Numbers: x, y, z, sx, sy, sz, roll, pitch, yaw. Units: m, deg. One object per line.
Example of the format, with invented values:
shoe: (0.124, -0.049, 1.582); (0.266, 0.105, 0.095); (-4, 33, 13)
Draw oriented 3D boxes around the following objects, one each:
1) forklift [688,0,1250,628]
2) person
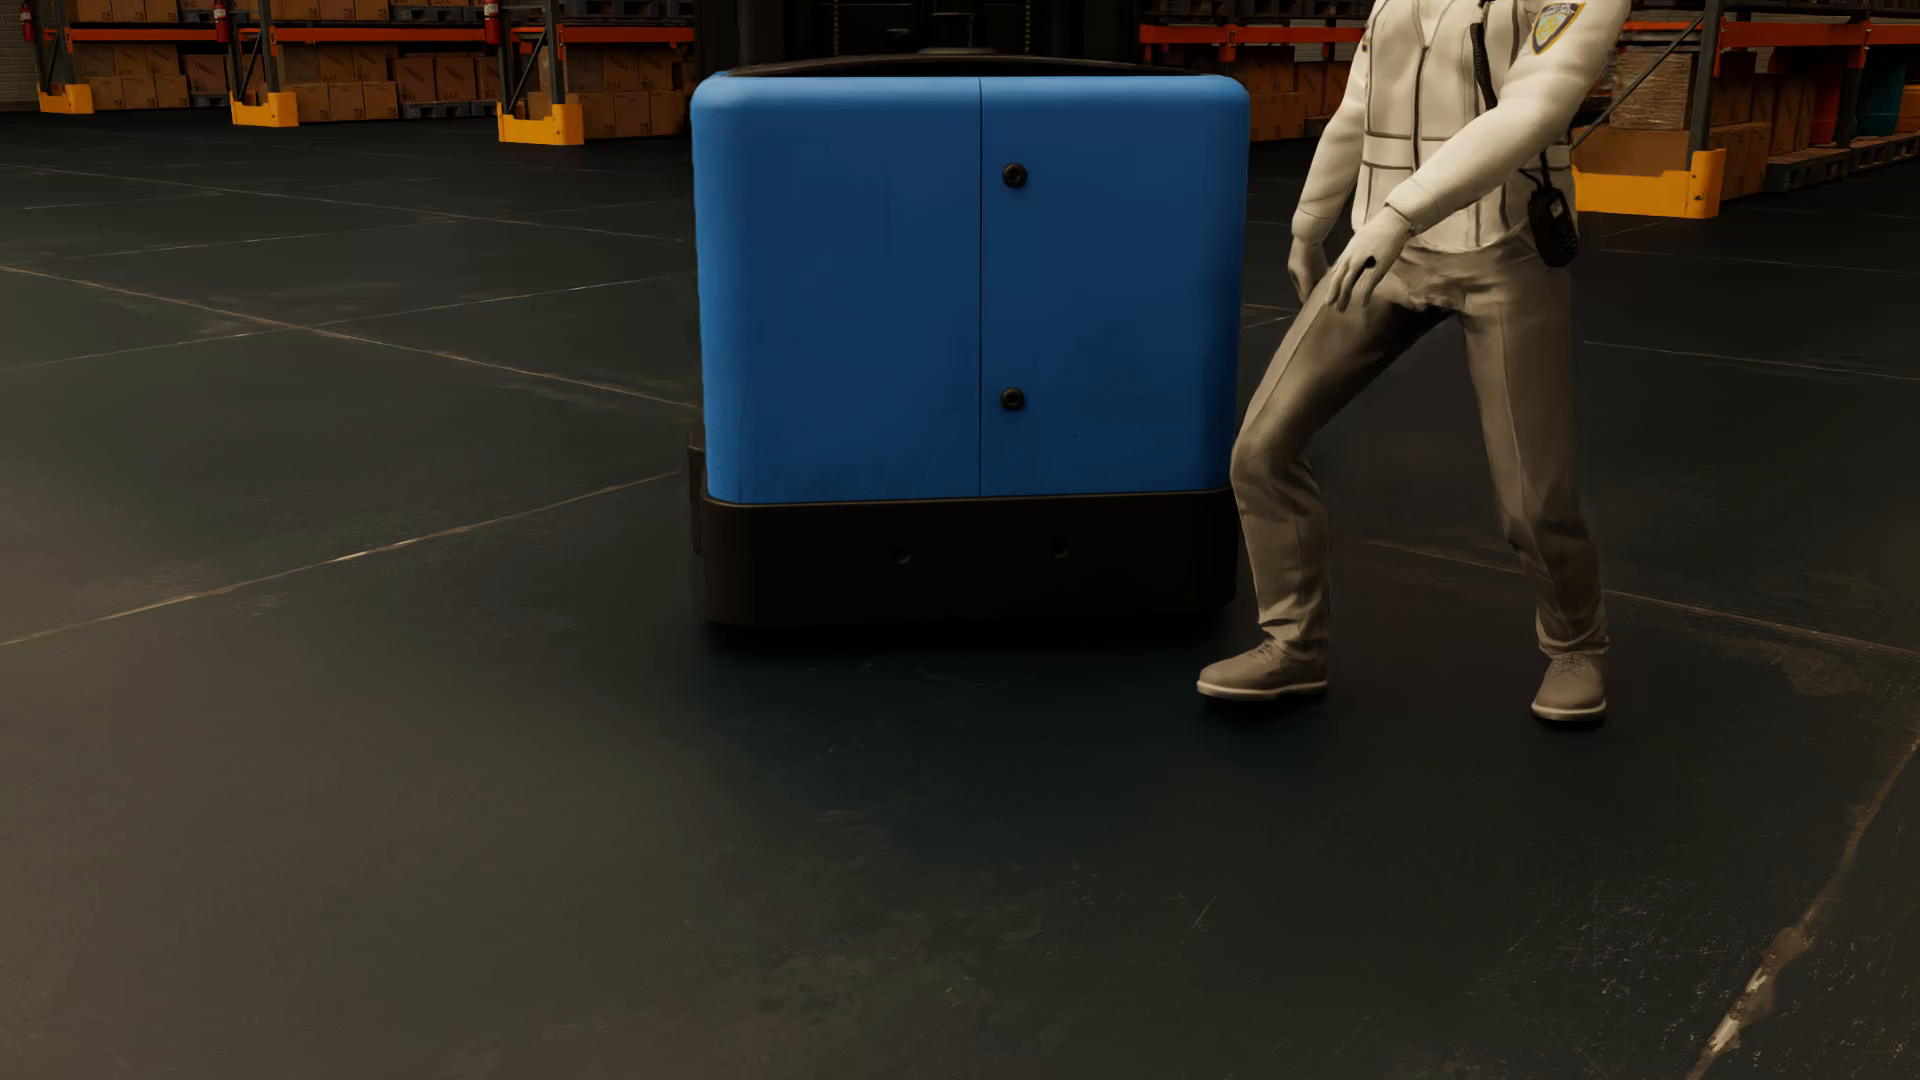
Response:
forklift: (-0.133, -1.618, 4.225); (1.130, 2.935, 3.031); (-2, 17, -6)
person: (0.770, -0.473, 2.777); (0.719, 1.582, 0.644); (-14, 22, -39)
